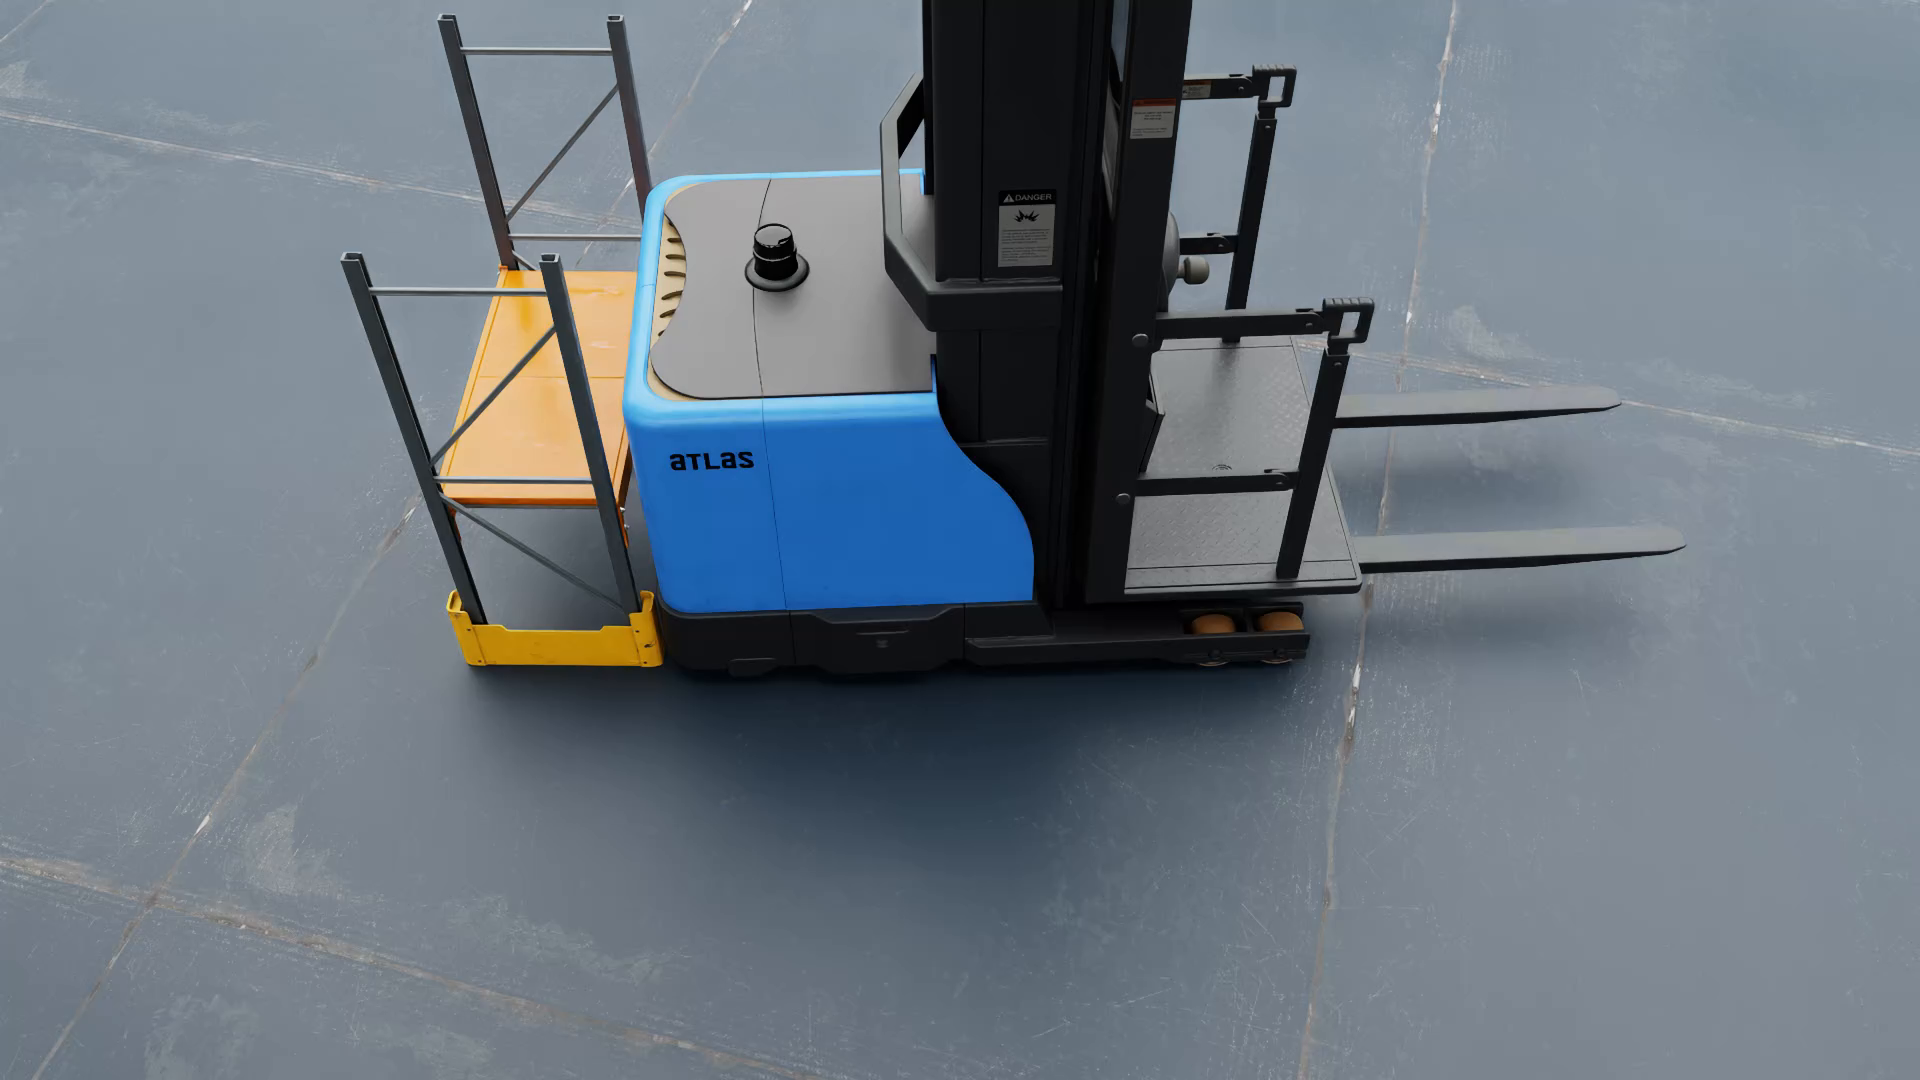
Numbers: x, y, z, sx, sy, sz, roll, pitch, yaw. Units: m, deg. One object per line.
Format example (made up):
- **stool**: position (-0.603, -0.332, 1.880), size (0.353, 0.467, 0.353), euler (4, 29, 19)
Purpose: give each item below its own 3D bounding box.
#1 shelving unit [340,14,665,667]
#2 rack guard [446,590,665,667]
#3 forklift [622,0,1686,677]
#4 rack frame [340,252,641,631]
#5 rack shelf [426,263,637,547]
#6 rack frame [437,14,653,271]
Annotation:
- **shelving unit**: position (-1.167, -0.529, 4.716), size (0.587, 1.500, 1.083), euler (0, 49, 0)
- **rack guard**: position (-1.173, 0.258, 4.856), size (0.587, 0.250, 0.087), euler (0, 49, 0)
- **forklift**: position (0.630, -0.995, 4.173), size (3.031, 2.935, 1.130), euler (-2, 49, -2)
- **rack frame**: position (-1.173, -0.155, 4.386), size (0.500, 1.500, 0.032), euler (0, 49, 0)
- **rack shelf**: position (-1.167, -0.417, 4.857), size (0.538, 0.185, 1.000), euler (0, 49, 0)
- **rack frame**: position (-1.161, -0.917, 5.059), size (0.500, 1.500, 0.032), euler (0, 49, 0)
